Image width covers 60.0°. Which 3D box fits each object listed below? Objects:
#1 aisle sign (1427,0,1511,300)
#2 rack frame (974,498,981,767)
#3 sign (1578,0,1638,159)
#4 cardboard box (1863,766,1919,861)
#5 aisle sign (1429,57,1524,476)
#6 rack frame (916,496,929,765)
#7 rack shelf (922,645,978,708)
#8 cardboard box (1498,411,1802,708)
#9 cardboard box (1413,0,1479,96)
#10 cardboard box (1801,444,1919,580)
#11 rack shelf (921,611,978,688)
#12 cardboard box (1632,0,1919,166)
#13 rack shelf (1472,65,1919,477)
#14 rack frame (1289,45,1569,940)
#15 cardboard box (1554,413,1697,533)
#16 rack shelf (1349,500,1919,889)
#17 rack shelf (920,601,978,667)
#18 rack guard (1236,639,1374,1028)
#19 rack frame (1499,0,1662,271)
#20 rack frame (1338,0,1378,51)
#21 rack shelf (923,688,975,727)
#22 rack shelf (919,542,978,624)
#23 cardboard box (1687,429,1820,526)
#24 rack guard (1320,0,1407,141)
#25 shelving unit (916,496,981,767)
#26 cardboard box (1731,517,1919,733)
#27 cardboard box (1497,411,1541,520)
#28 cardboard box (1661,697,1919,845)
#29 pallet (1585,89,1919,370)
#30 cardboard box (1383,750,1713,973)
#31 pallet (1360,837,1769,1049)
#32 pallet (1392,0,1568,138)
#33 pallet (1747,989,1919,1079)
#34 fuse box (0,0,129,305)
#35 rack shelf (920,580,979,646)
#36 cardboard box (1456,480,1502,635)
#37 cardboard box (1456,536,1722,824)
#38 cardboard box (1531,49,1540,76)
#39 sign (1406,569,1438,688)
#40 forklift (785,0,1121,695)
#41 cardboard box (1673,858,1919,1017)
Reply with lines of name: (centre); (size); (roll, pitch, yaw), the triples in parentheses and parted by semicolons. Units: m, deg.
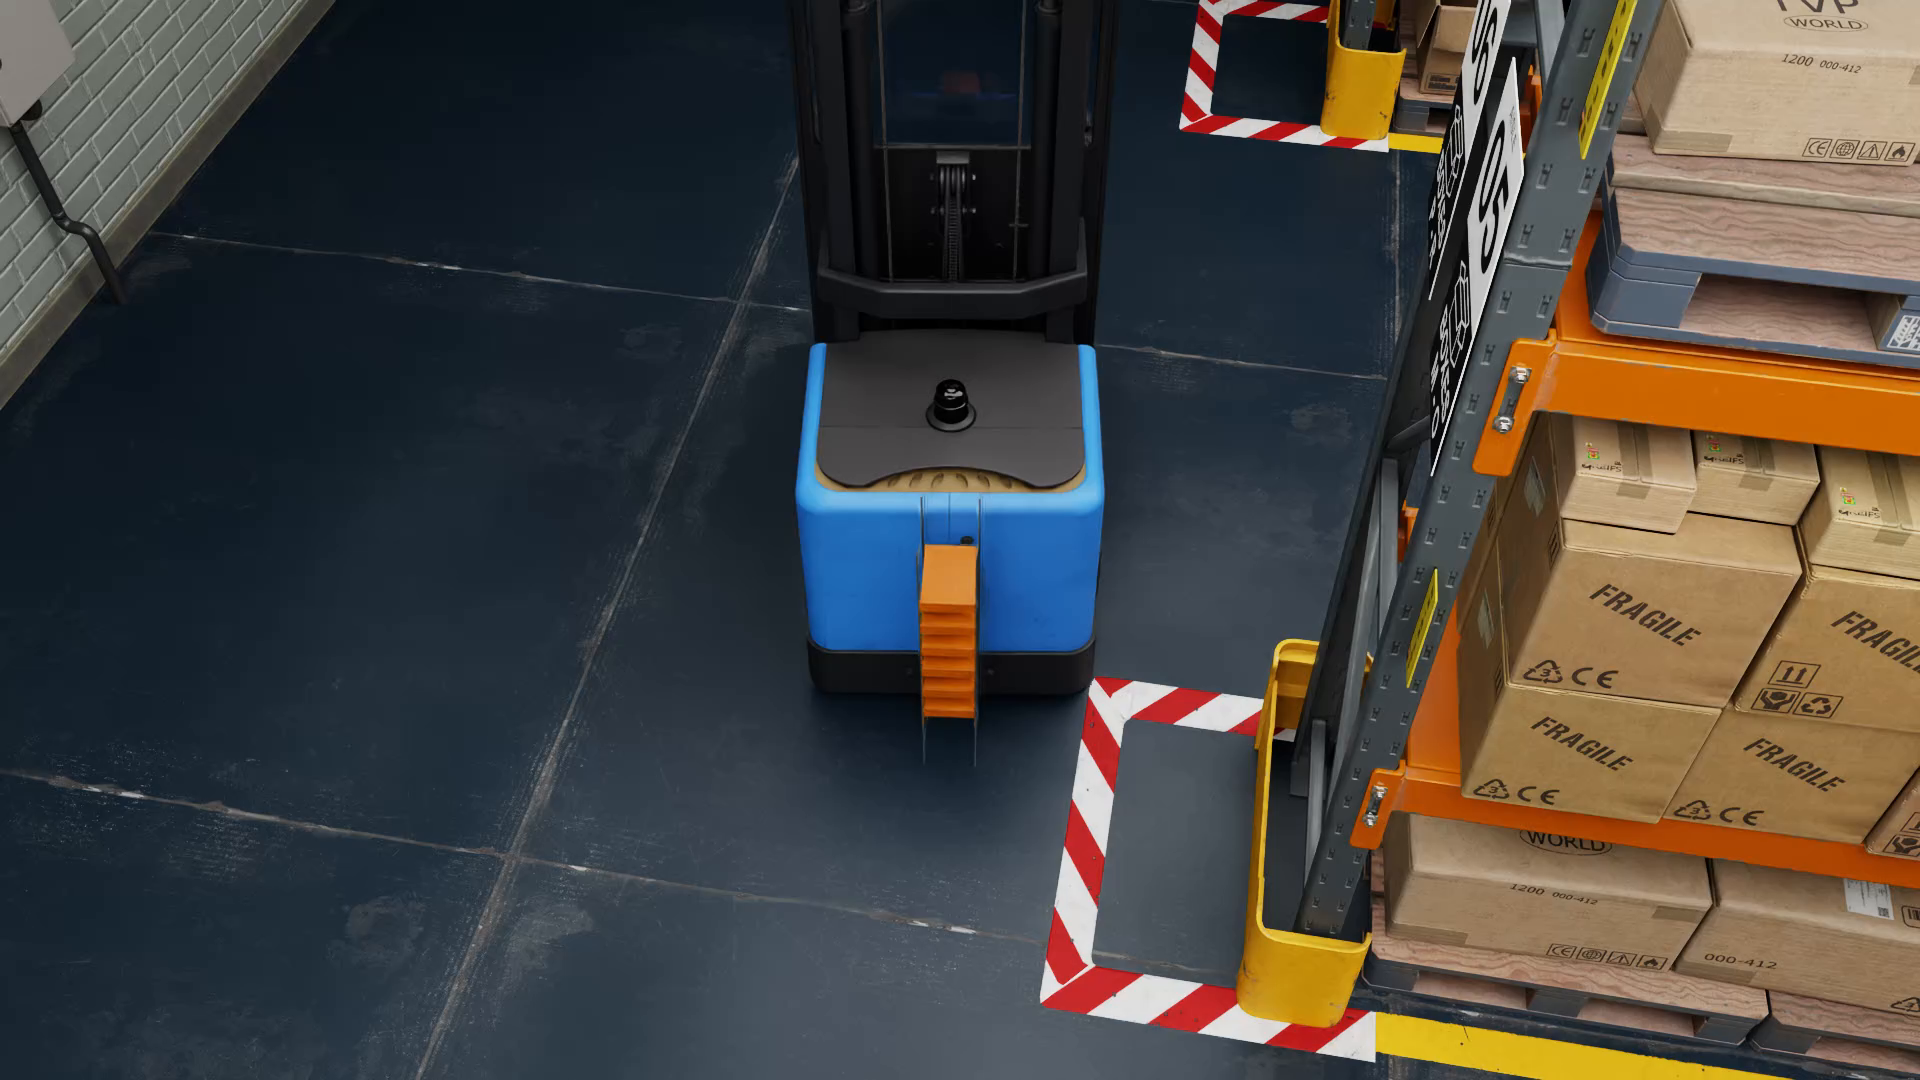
aisle sign: (1.166, -0.986, 3.844); (0.004, 0.787, 0.394); (8, 49, 7)
rack frame: (0.058, 0.342, 5.600); (0.006, 1.200, 0.240); (2, 50, 2)
sign: (1.077, -0.796, 2.763); (0.005, 0.325, 0.100); (8, 49, 7)
cardboard box: (2.603, 0.487, 4.201); (0.500, 0.500, 0.500); (7, 48, 7)
aisle sign: (1.059, -0.547, 3.449); (0.004, 0.787, 0.394); (8, 49, 7)
rack frame: (-0.124, 0.335, 5.607); (0.006, 1.200, 0.240); (2, 50, 2)
rack shelf: (-0.032, 0.444, 5.730); (0.180, 0.103, 0.258); (2, 50, 2)
cardboard box: (1.604, 0.024, 3.945); (0.500, 0.500, 0.500); (7, 48, 6)
cardboard box: (2.646, -2.670, 8.501); (0.637, 0.503, 0.797); (6, 48, 5)
cardboard box: (1.988, -0.114, 3.633); (0.250, 0.149, 0.380); (9, 49, 8)
rack shelf: (-0.033, 0.367, 5.638); (0.180, 0.103, 0.258); (2, 50, 2)
cardboard box: (1.641, -1.013, 3.350); (0.500, 0.250, 0.500); (4, 48, 3)
rack shelf: (3.150, -0.378, 3.512); (4.000, 0.370, 1.077); (8, 49, 7)
rack frame: (1.182, 0.119, 4.598); (0.127, 3.000, 1.000); (8, 49, 7)
cardboard box: (1.482, -0.215, 3.723); (0.250, 0.149, 0.380); (9, 49, 8)
rack shelf: (3.150, 0.624, 4.628); (4.000, 0.370, 1.077); (8, 49, 7)
rack shelf: (-0.033, 0.291, 5.545); (0.180, 0.103, 0.258); (2, 50, 2)
rack guard: (1.158, 0.952, 5.531); (0.348, 0.500, 1.175); (8, 49, 7)
rack frame: (1.182, -1.886, 2.367); (0.127, 3.000, 1.000); (8, 49, 7)
rack frame: (2.061, -3.514, 7.863); (0.127, 3.000, 1.000); (8, 49, 7)
rack shelf: (-0.032, 0.520, 5.823); (0.180, 0.103, 0.258); (2, 50, 2)
rack shelf: (-0.034, 0.138, 5.360); (0.180, 0.103, 0.258); (2, 50, 2)
cardboard box: (1.753, -0.233, 3.739); (0.250, 0.149, 0.380); (9, 49, 8)
rack guard: (2.136, -2.669, 8.784); (0.348, 0.500, 1.175); (8, 49, 7)
shelving unit: (-0.033, 0.339, 5.604); (0.189, 1.200, 0.258); (2, 50, 2)
cardboard box: (2.113, 0.087, 3.888); (0.500, 0.500, 0.500); (6, 48, 6)
cardboard box: (1.699, -0.359, 4.288); (0.500, 0.500, 0.500); (9, 49, 8)
cardboard box: (2.106, 0.406, 4.273); (0.500, 0.500, 0.500); (7, 48, 6)
pallet: (1.914, -0.763, 3.434); (1.213, 0.211, 1.003); (8, 49, 7)
cardboard box: (1.849, 0.850, 5.382); (0.875, 0.438, 0.875); (6, 48, 6)
pallet: (1.983, 1.100, 5.592); (1.213, 0.211, 1.003); (8, 49, 7)
pallet: (2.920, -2.467, 8.797); (1.213, 0.211, 1.003); (8, 49, 7)
pallet: (3.180, 1.263, 5.445); (1.213, 0.211, 1.003); (8, 49, 7)
fuse box: (-3.854, -1.697, 7.097); (0.414, 1.711, 0.539); (8, 49, 7)
rack shelf: (-0.033, 0.214, 5.453); (0.180, 0.103, 0.258); (2, 50, 2)
cardboard box: (1.704, -0.044, 4.678); (0.500, 0.500, 0.500); (8, 49, 7)
cardboard box: (1.603, 0.360, 4.315); (0.500, 0.500, 0.500); (7, 48, 7)
cardboard box: (3.057, -2.467, 8.556); (0.250, 0.149, 0.380); (6, 48, 5)
sign: (1.077, 0.209, 3.882); (0.005, 0.325, 0.100); (8, 49, 7)
forklift: (-0.020, -1.492, 6.092); (1.130, 2.935, 3.031); (0, 48, 0)
cardboard box: (2.751, 0.964, 5.279); (0.875, 0.438, 0.875); (9, 49, 8)
